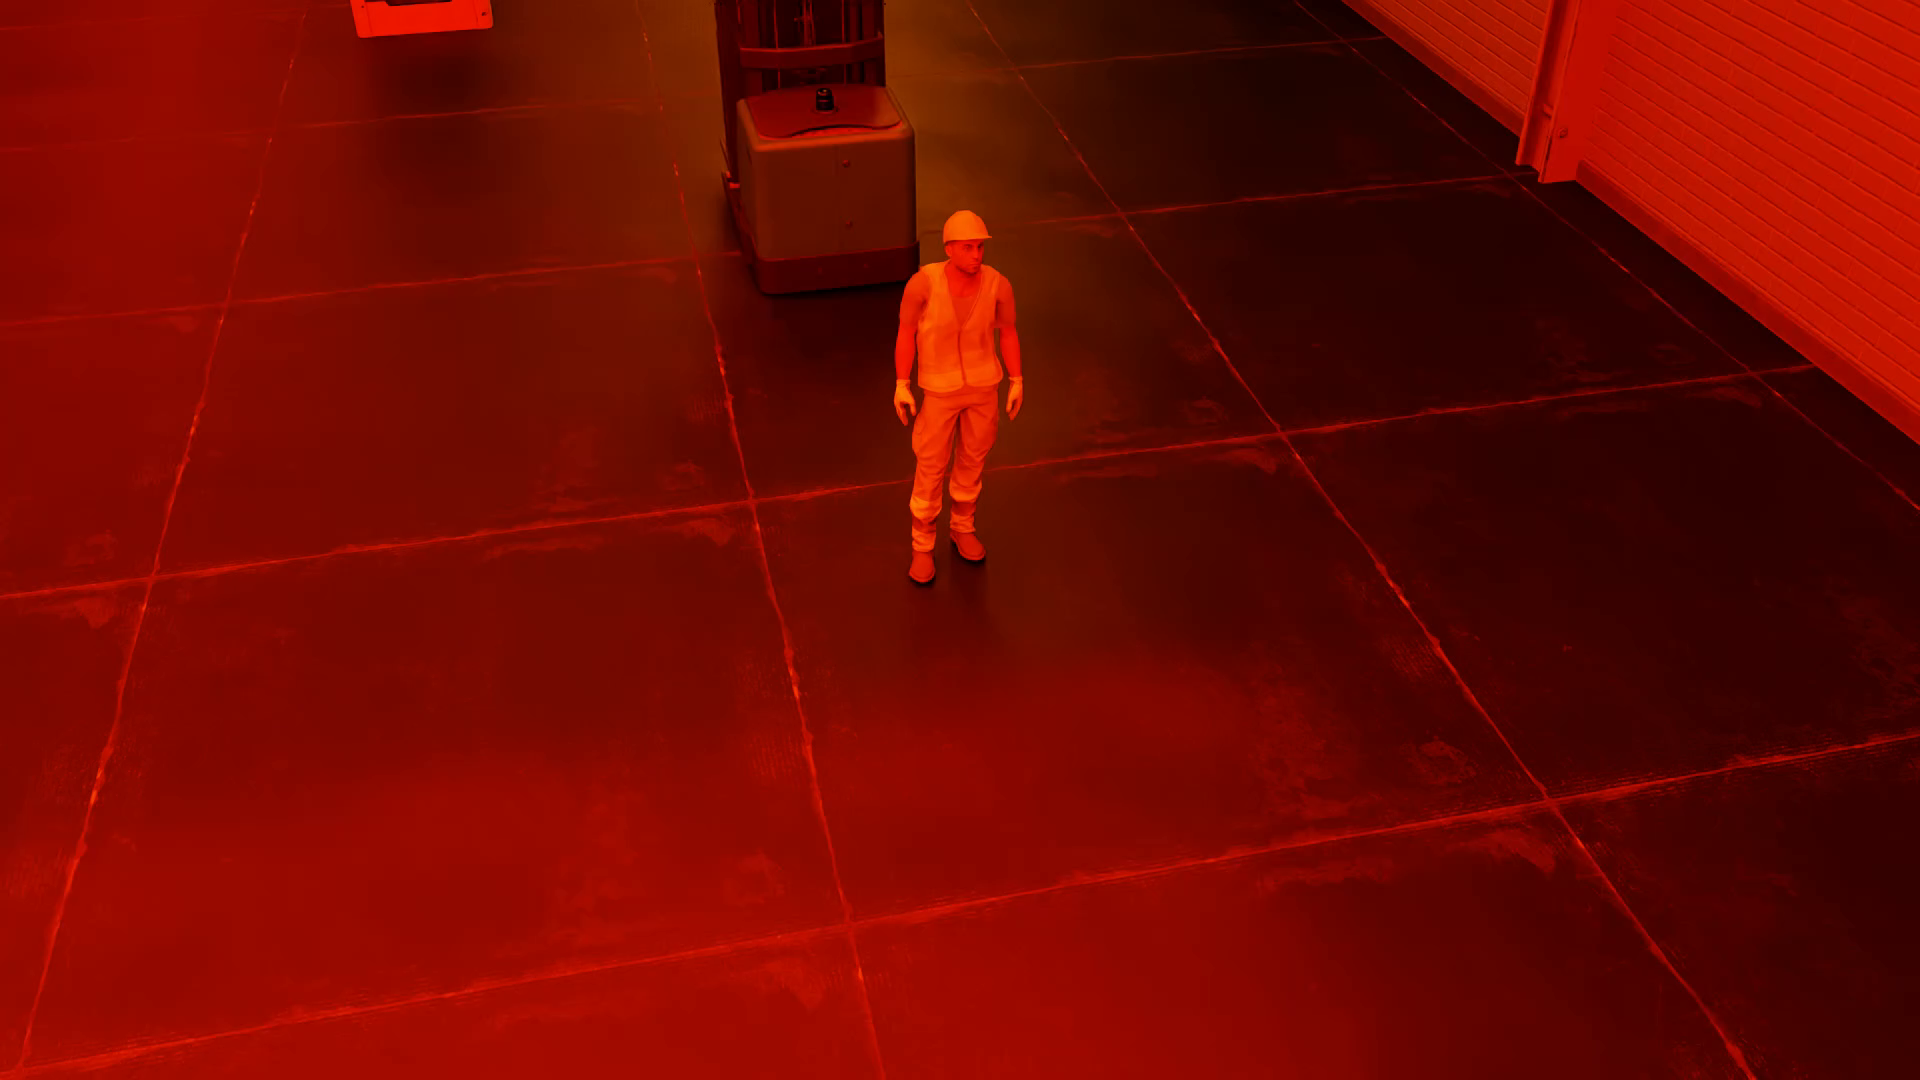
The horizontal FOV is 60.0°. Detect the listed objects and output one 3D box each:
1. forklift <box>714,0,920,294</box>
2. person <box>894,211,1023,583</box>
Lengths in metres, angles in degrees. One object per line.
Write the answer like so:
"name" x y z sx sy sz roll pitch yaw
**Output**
"forklift" -1.100 -3.618 11.077 1.130 2.935 3.031 -8 36 -11
"person" 0.006 -0.685 7.967 0.637 1.787 0.564 -8 36 -11
